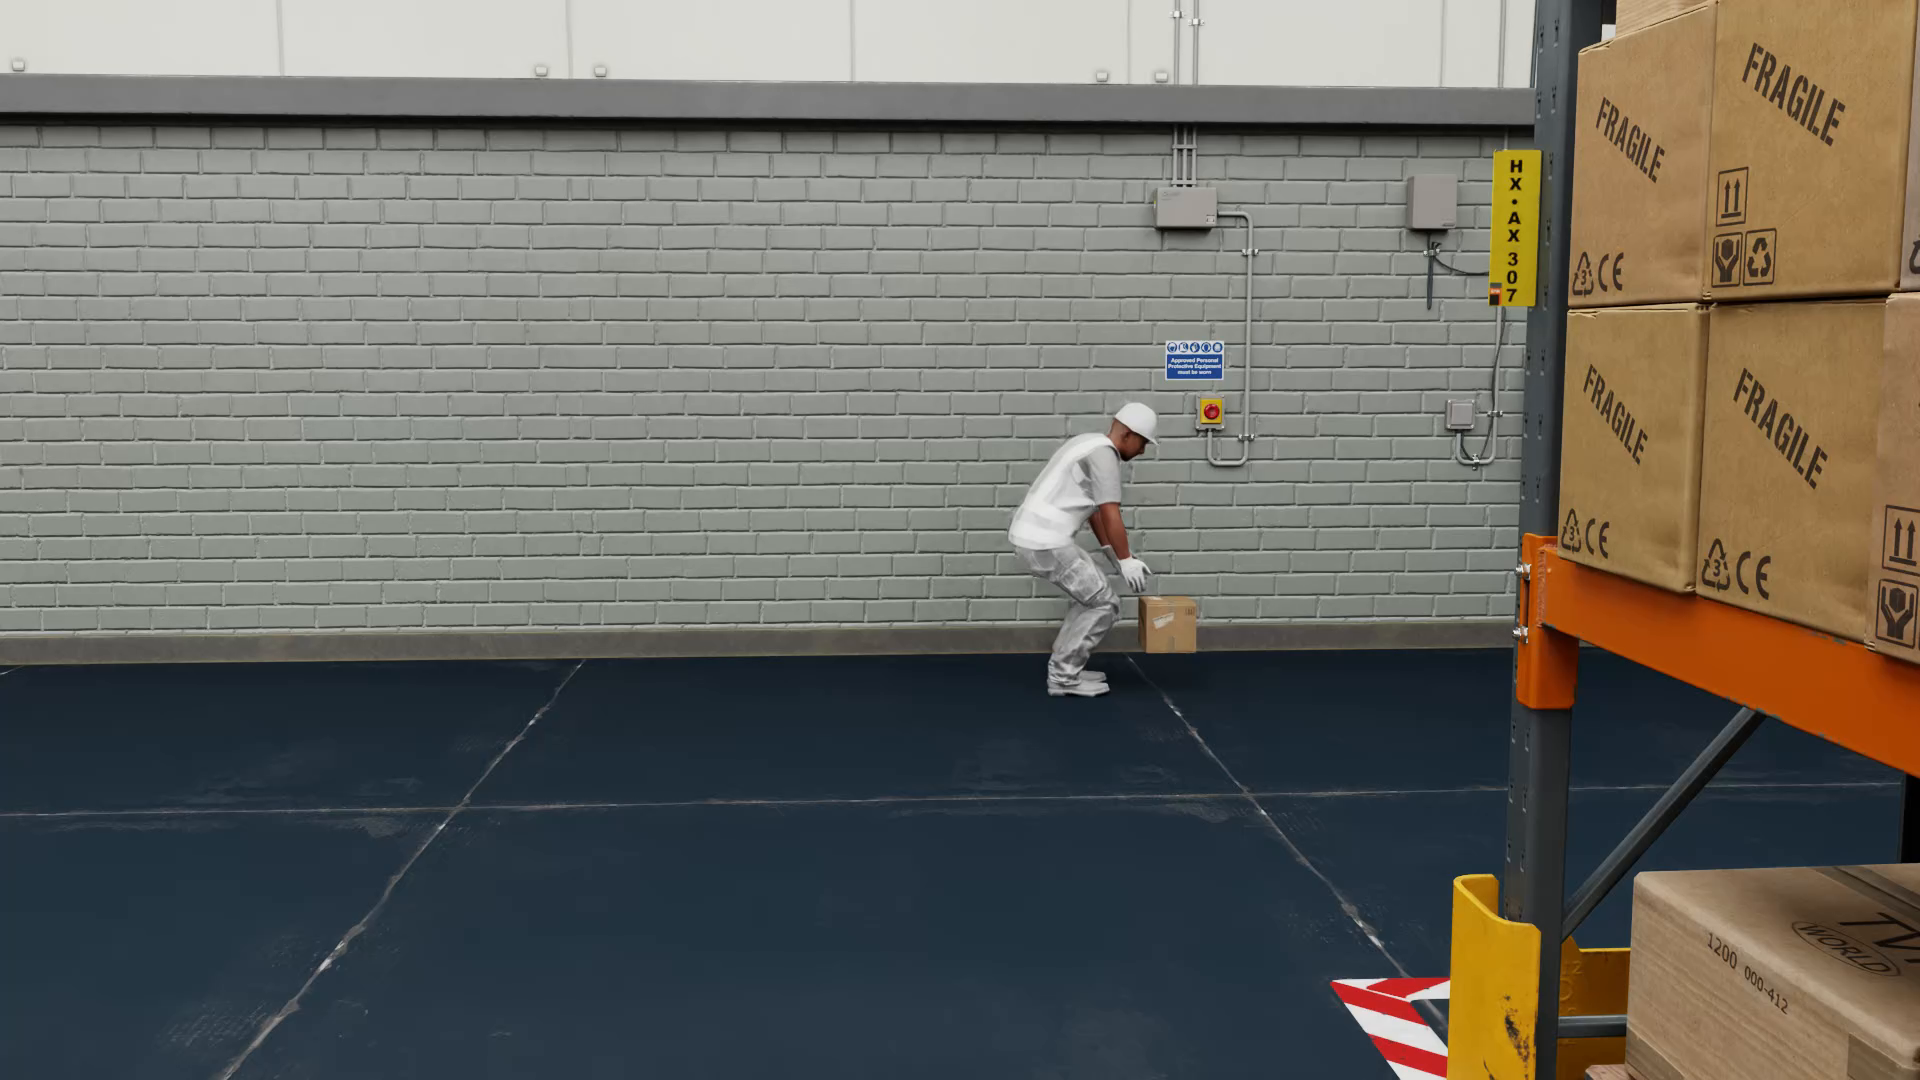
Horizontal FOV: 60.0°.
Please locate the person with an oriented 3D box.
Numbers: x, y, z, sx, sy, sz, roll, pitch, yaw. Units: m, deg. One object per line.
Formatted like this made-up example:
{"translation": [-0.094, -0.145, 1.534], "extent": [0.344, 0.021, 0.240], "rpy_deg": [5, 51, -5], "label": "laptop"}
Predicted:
{"translation": [0.618, 0.033, 8.334], "extent": [0.755, 1.441, 0.610], "rpy_deg": [0, 7, -4], "label": "person"}
